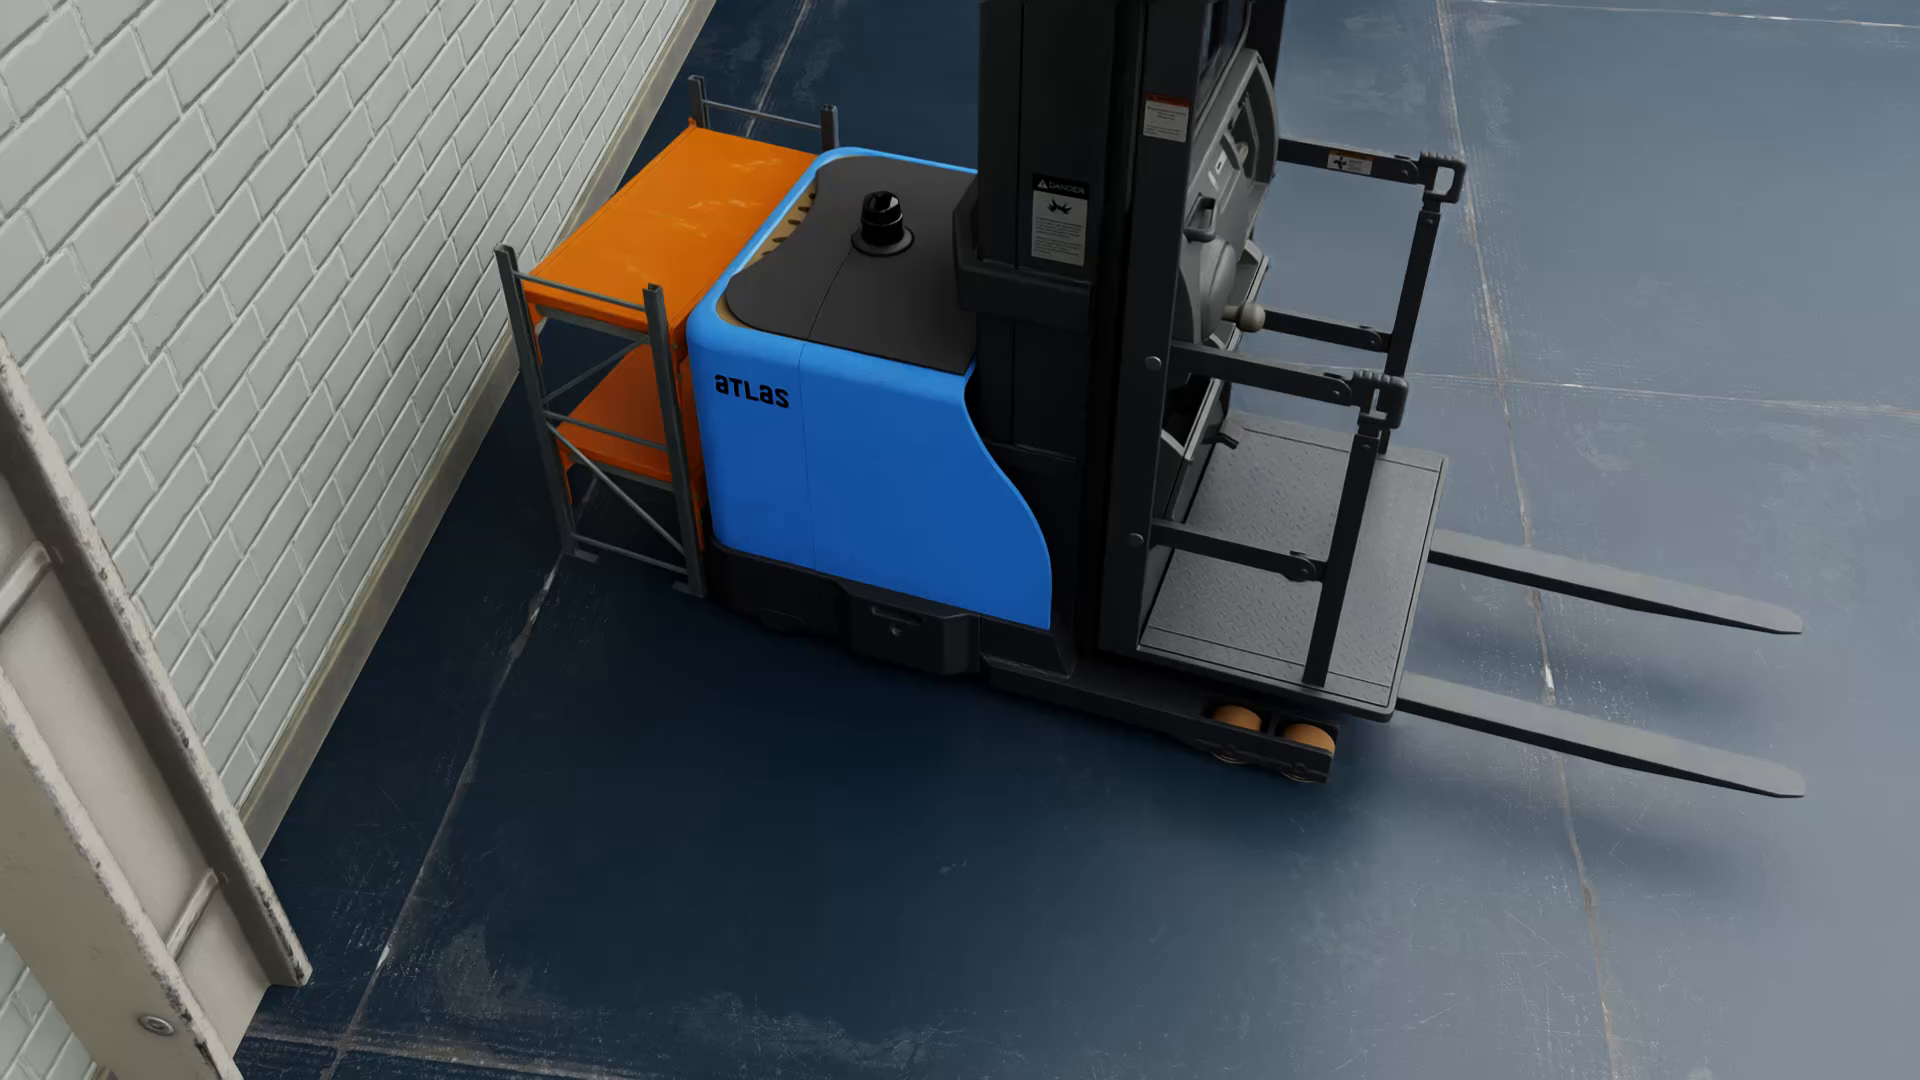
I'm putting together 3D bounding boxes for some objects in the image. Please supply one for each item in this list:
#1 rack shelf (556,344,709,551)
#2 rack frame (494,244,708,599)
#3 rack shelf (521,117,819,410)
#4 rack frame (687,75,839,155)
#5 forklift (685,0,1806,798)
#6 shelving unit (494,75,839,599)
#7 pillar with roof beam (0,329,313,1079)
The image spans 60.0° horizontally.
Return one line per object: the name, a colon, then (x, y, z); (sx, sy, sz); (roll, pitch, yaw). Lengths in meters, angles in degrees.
rack shelf: (-0.805, -0.451, 5.264); (0.538, 0.278, 1.000); (17, 46, 17)
rack frame: (-1.006, -0.308, 4.757); (0.500, 1.125, 0.032); (17, 46, 17)
rack shelf: (-0.805, -0.841, 4.894); (0.538, 0.278, 1.000); (17, 46, 17)
rack frame: (-0.604, -0.949, 5.435); (0.500, 1.125, 0.032); (17, 46, 17)
forklift: (0.841, -0.816, 3.980); (3.031, 2.935, 1.130); (14, 45, 14)
shelving unit: (-0.805, -0.628, 5.096); (0.538, 1.125, 1.048); (17, 46, 17)
pillar with roof beam: (2.484, -1.695, 0.496); (9.100, 9.000, 0.400); (5, 44, 6)
